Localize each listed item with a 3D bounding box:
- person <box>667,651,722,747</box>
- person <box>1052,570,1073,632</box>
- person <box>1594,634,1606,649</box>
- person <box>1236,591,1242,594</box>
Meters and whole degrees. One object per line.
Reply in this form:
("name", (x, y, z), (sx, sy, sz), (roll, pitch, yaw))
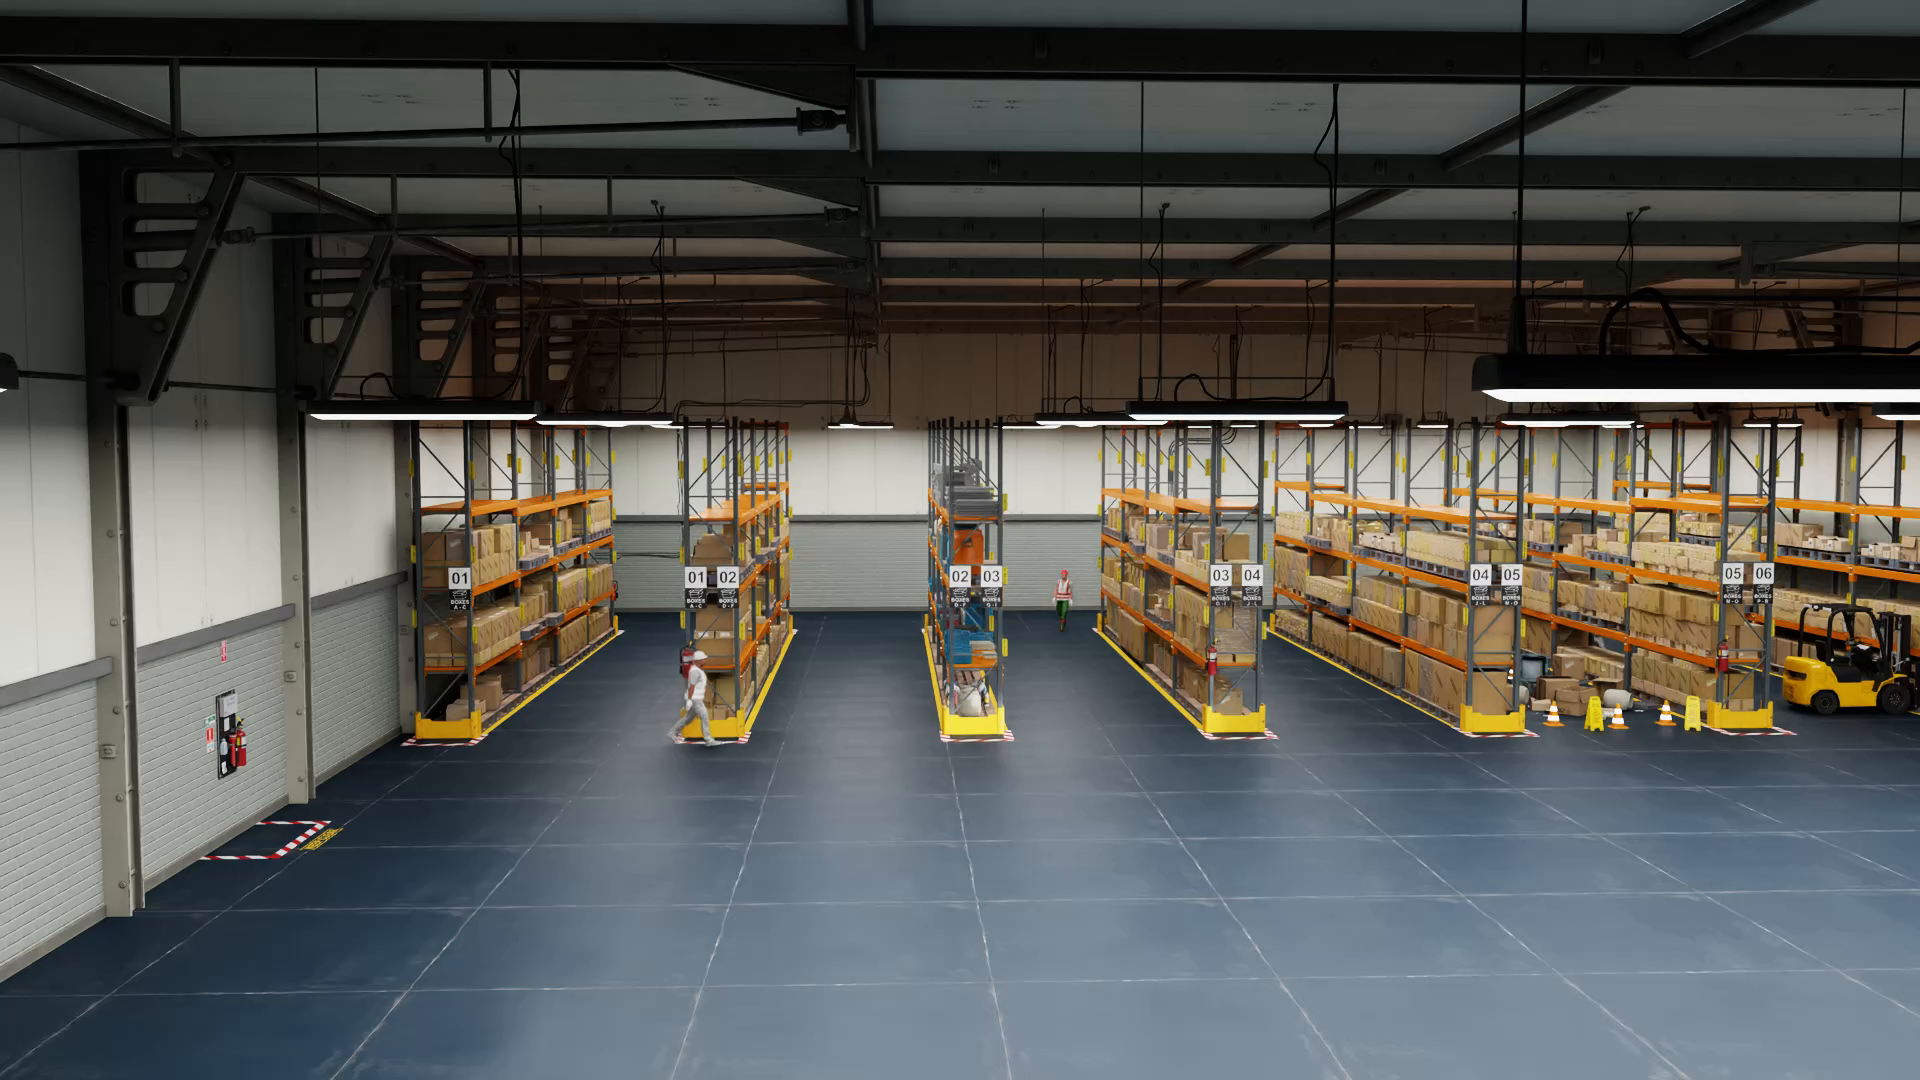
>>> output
("person", (-4.841, 2.880, 30.216), (1.096, 1.734, 0.577), (0, 4, 7))
("person", (2.961, 1.730, 47.691), (0.565, 1.758, 0.986), (1, 4, 16))
("person", (16.357, 2.146, 42.539), (0.501, 1.623, 0.687), (-1, 4, -17))
("person", (8.226, 1.670, 48.872), (1.019, 1.731, 0.551), (0, 4, -3))
